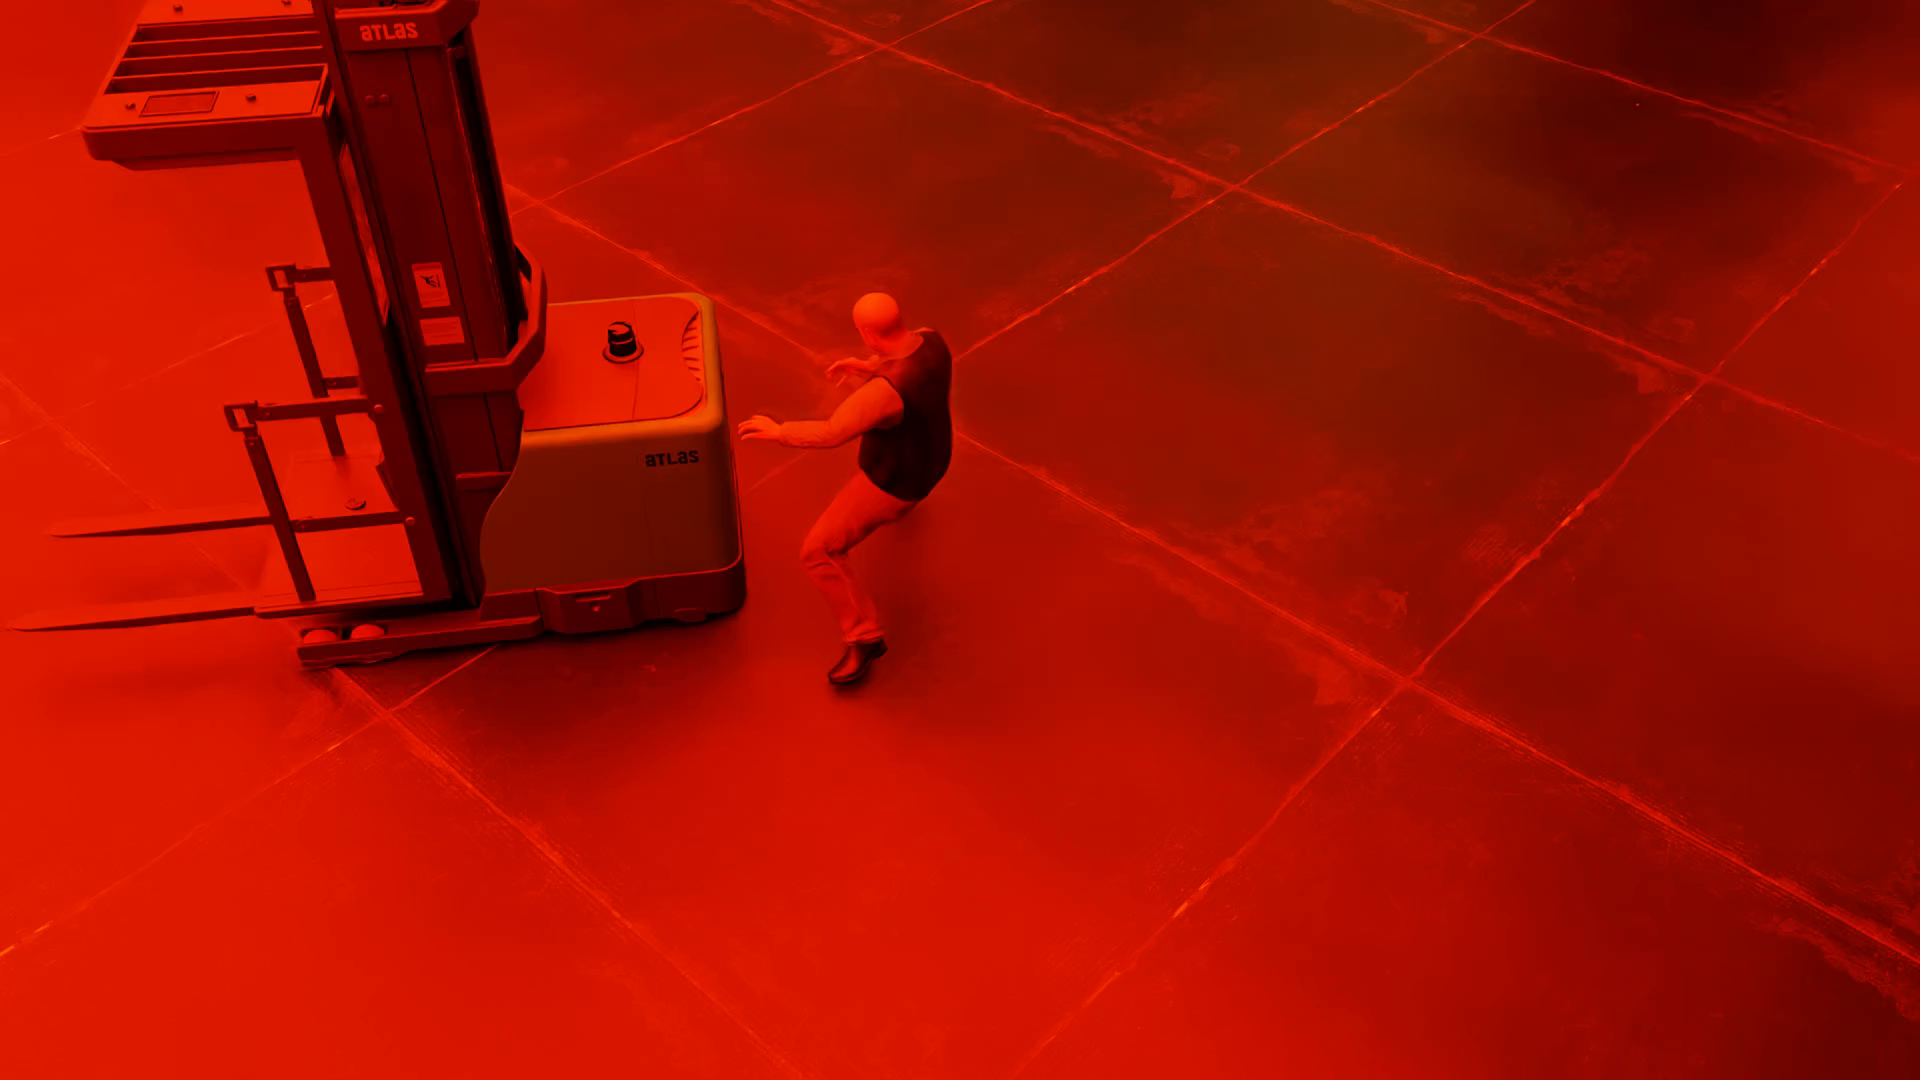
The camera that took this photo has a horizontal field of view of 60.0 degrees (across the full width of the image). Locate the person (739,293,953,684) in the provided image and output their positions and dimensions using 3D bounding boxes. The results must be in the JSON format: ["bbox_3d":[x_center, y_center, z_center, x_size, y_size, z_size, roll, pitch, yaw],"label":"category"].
[{"bbox_3d":[-0.409,-0.365,6.947,0.725,1.504,1.291,19,44,21],"label":"person"}]

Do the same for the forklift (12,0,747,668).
[{"bbox_3d":[-2.497,-0.941,6.525,3.031,2.935,1.130,-6,41,-7],"label":"forklift"}]
